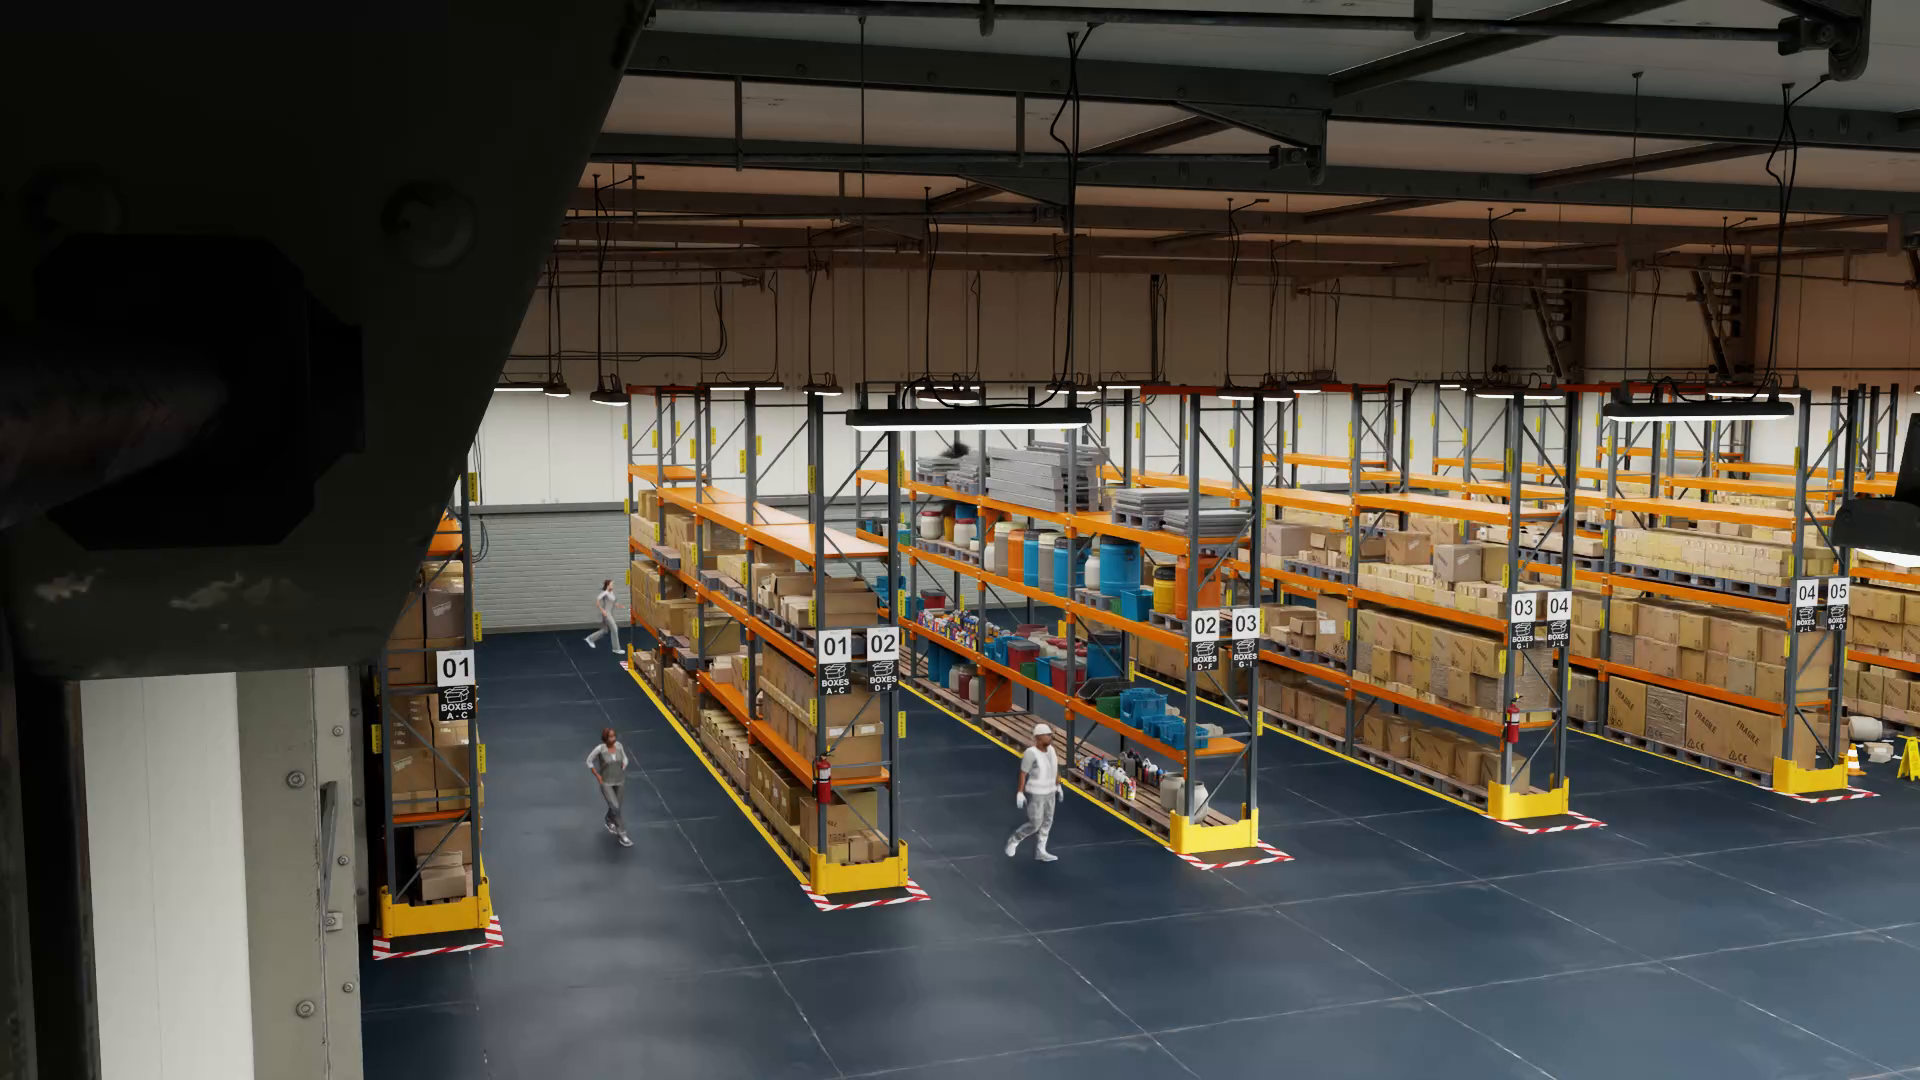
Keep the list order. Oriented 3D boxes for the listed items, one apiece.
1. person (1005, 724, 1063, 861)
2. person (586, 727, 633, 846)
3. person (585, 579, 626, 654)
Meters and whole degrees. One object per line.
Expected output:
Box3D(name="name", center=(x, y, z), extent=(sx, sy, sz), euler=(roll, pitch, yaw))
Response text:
Box3D(name="person", center=(0.941, 3.245, 21.356), extent=(0.581, 1.765, 0.718), euler=(5, 8, 40))
Box3D(name="person", center=(-4.658, 3.244, 22.123), extent=(0.531, 1.562, 0.838), euler=(-5, 8, -42))
Box3D(name="person", center=(-7.909, 1.695, 36.993), extent=(0.934, 1.665, 0.537), euler=(0, 6, 4))
